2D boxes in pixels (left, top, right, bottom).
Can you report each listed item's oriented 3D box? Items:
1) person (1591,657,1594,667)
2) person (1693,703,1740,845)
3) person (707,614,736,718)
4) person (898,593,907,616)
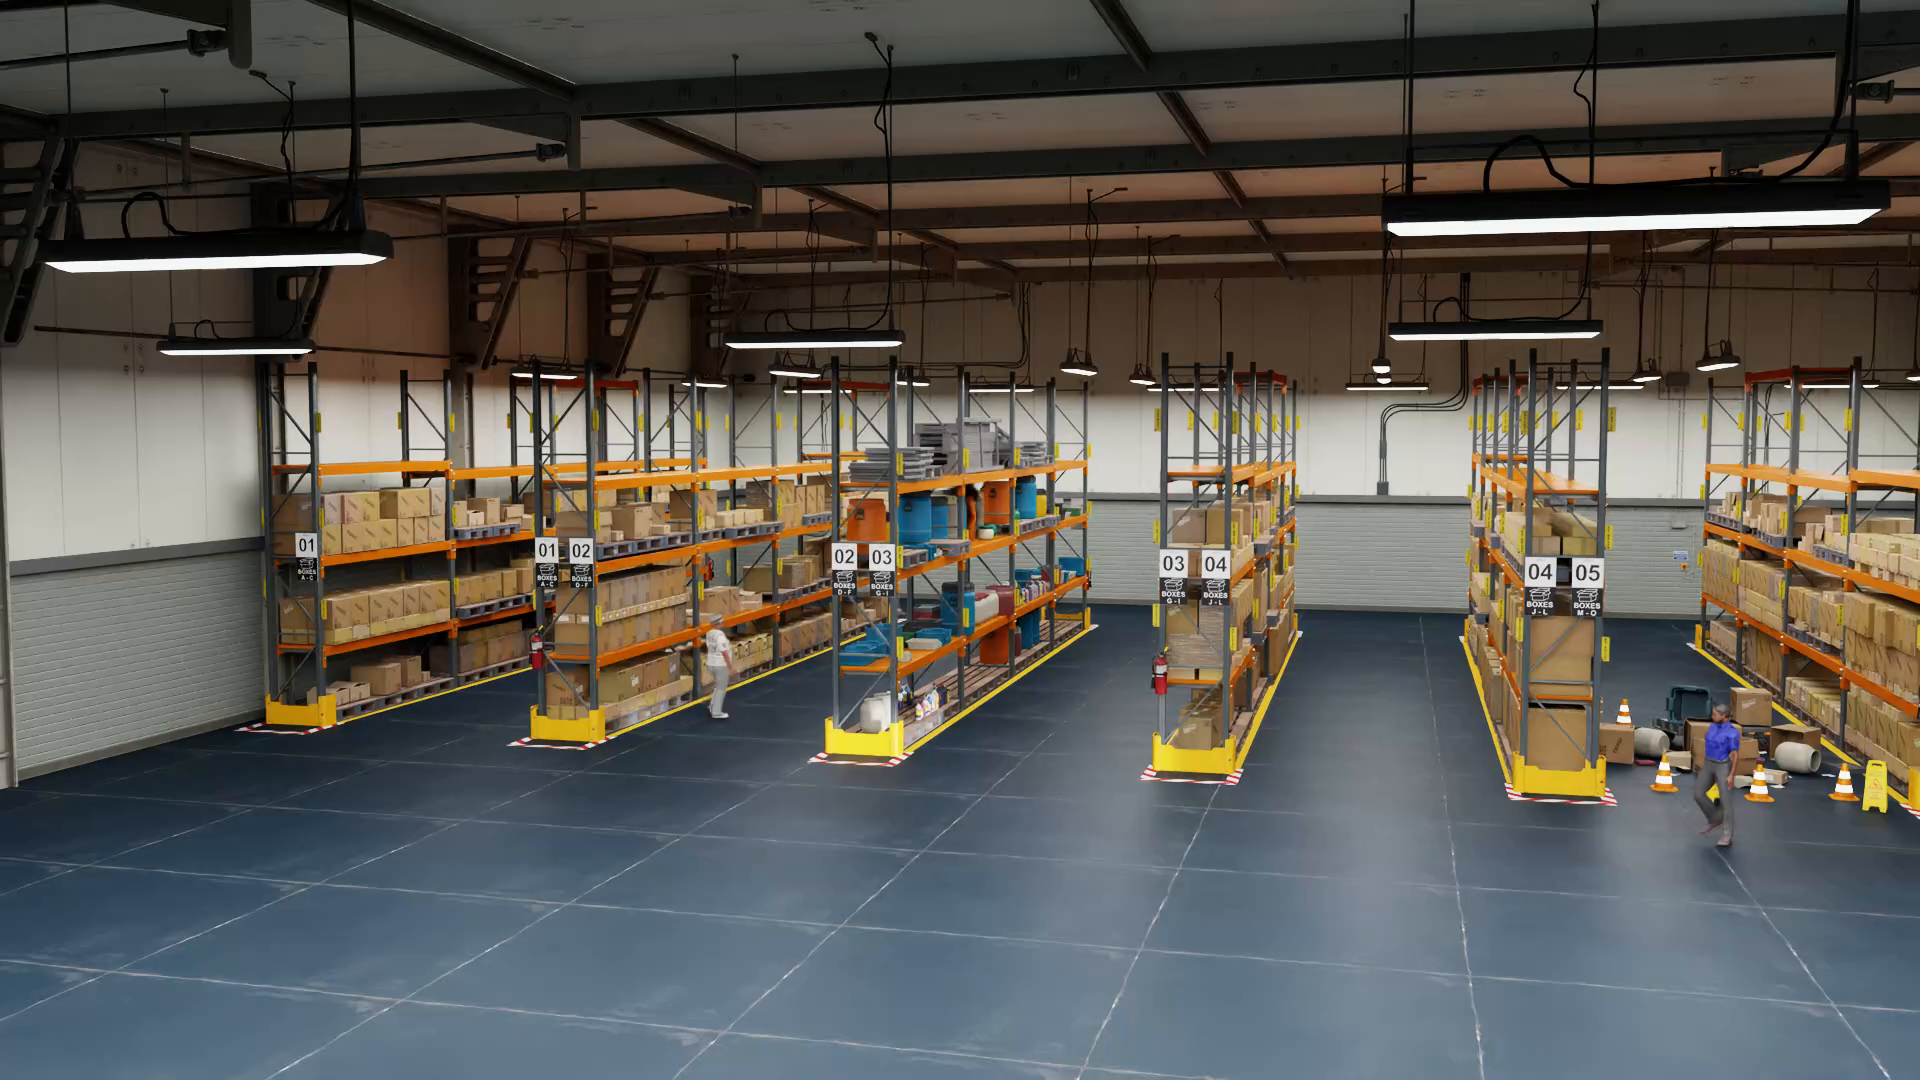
[{"bbox_3d":[12.760,1.802,33.943,0.438,1.659,0.579,3,5,40],"label":"person"},{"bbox_3d":[9.087,2.778,19.911,0.445,1.656,0.549,-2,4,-26],"label":"person"},{"bbox_3d":[-4.036,2.140,28.128,0.464,1.808,0.558,-4,5,-42],"label":"person"},{"bbox_3d":[-1.868,1.099,43.022,1.072,1.741,0.605,3,5,34],"label":"person"}]
